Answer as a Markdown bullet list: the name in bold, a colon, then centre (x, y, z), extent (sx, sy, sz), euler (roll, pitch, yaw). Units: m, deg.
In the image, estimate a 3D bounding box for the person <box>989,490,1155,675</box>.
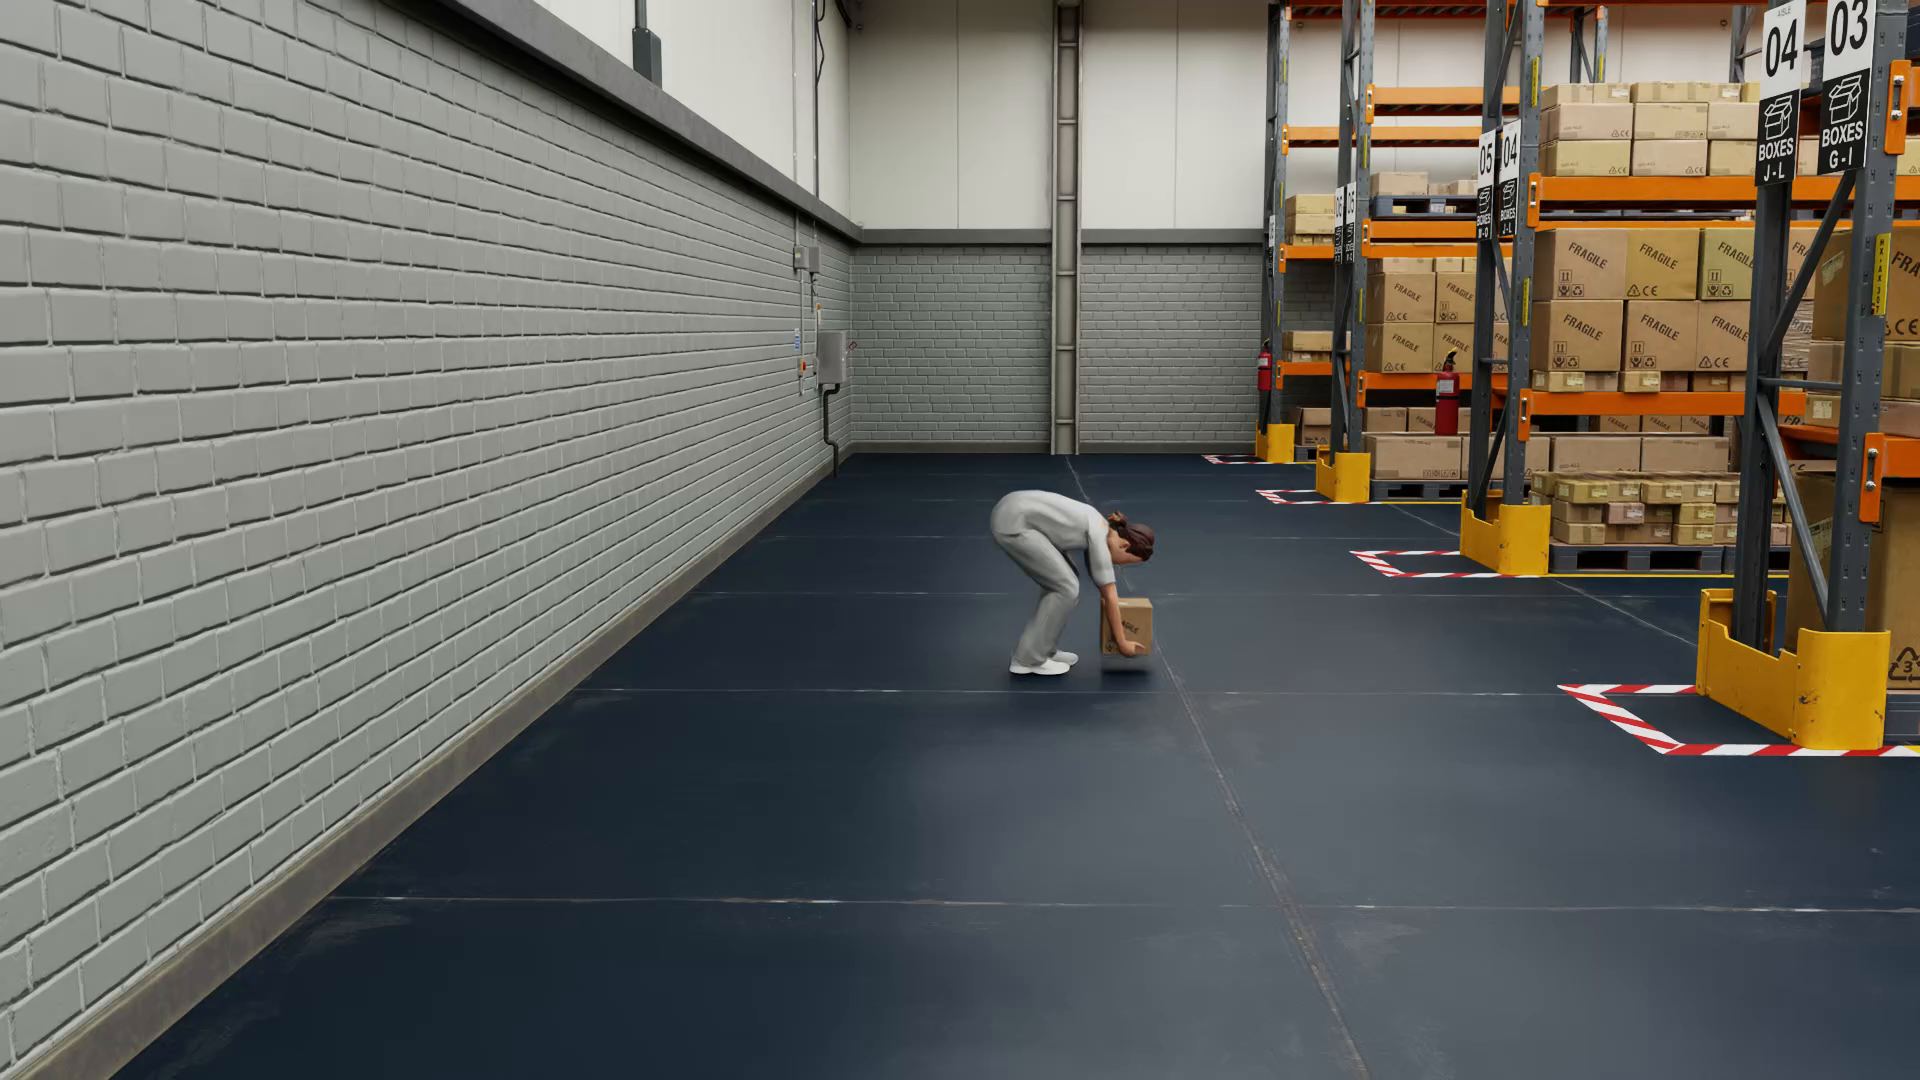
- **person**: centre (0.573, 0.209, 8.556), extent (0.853, 0.935, 0.452), euler (0, 7, -2)
